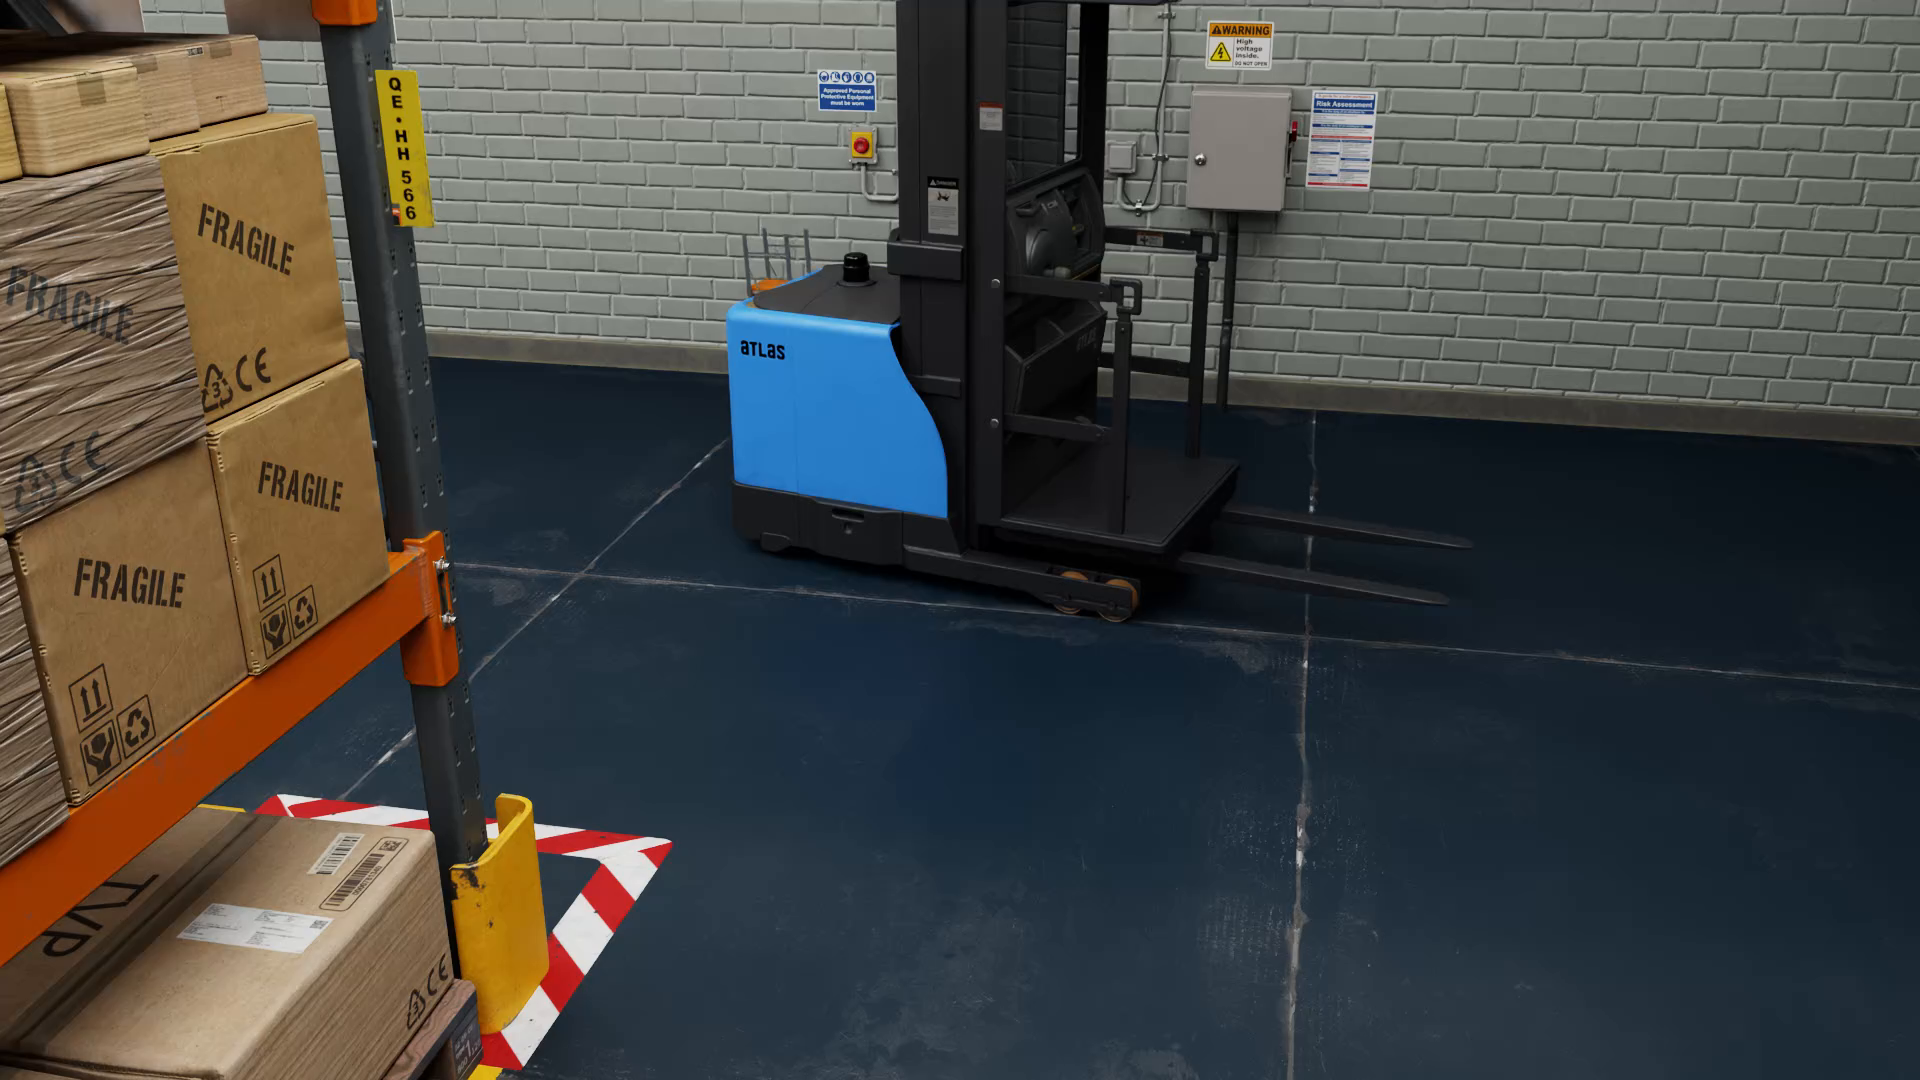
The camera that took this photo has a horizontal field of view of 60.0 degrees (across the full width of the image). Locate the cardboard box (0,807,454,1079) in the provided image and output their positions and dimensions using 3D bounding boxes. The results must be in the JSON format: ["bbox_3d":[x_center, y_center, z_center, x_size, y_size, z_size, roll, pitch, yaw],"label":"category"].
[{"bbox_3d":[-1.744,1.016,3.682,0.875,0.438,0.875,4,22,9],"label":"cardboard box"}]

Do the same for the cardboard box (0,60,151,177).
[{"bbox_3d":[-1.583,-0.695,2.724,0.380,0.149,0.250,4,22,10],"label":"cardboard box"}]

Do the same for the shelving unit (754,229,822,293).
[{"bbox_3d":[-0.790,-0.841,7.835,0.258,1.200,0.189,10,24,23],"label":"shelving unit"}]

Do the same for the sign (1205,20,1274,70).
[{"bbox_3d":[1.435,-2.540,8.539,0.339,0.242,0.001,4,22,11],"label":"sign"}]

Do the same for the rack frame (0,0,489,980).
[{"bbox_3d":[-1.707,-0.226,3.900,1.000,3.000,0.127,4,22,11],"label":"rack frame"}]

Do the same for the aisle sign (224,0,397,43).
[{"bbox_3d":[-1.389,-1.435,3.421,0.394,0.787,0.004,4,22,11],"label":"aisle sign"}]

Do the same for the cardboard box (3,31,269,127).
[{"bbox_3d":[-1.584,-0.891,3.210,0.380,0.149,0.250,5,22,12],"label":"cardboard box"}]

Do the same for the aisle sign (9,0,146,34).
[{"bbox_3d":[-1.976,-1.481,3.535,0.394,0.787,0.004,4,22,11],"label":"aisle sign"}]

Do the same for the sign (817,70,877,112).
[{"bbox_3d":[-0.614,-2.442,9.039,0.327,0.218,0.001,4,22,11],"label":"sign"}]

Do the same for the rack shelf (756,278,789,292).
[{"bbox_3d":[-0.790,-1.133,7.717,0.258,0.103,0.180,10,24,23],"label":"rack shelf"}]

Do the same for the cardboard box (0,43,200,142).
[{"bbox_3d":[-1.613,-0.796,2.975,0.380,0.149,0.250,5,22,12],"label":"cardboard box"}]

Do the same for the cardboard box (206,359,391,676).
[{"bbox_3d":[-1.547,-0.076,3.393,0.500,0.500,0.500,5,22,11],"label":"cardboard box"}]

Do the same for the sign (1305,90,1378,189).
[{"bbox_3d":[1.973,-2.071,8.607,0.329,0.494,0.001,4,22,11],"label":"sign"}]

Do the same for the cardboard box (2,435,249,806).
[{"bbox_3d":[-1.664,0.106,2.940,0.500,0.500,0.500,4,22,10],"label":"cardboard box"}]

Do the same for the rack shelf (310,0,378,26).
[{"bbox_3d":[-2.115,-0.553,1.658,1.077,0.370,4.000,4,22,11],"label":"rack shelf"}]

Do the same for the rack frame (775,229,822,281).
[{"bbox_3d":[-0.752,-0.872,7.912,0.240,1.200,0.006,10,24,23],"label":"rack frame"}]

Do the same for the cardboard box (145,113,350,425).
[{"bbox_3d":[-1.573,-0.542,3.212,0.500,0.500,0.500,5,23,13],"label":"cardboard box"}]

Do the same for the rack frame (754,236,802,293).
[{"bbox_3d":[-0.828,-0.810,7.758,0.240,1.200,0.006,10,24,23],"label":"rack frame"}]

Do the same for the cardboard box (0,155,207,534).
[{"bbox_3d":[-1.650,-0.349,2.732,0.500,0.500,0.500,5,22,11],"label":"cardboard box"}]

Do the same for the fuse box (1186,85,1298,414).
[{"bbox_3d":[1.447,-1.479,8.736,0.539,1.711,0.414,4,22,11],"label":"fuse box"}]

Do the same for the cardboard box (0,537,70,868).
[{"bbox_3d":[-1.759,0.295,2.472,0.500,0.500,0.500,5,22,12],"label":"cardboard box"}]

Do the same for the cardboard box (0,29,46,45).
[{"bbox_3d":[-2.051,-0.929,3.304,0.380,0.149,0.250,5,22,12],"label":"cardboard box"}]

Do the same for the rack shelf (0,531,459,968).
[{"bbox_3d":[-2.115,0.839,2.218,1.077,0.370,4.000,4,22,11],"label":"rack shelf"}]

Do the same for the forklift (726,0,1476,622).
[{"bbox_3d":[0.571,-1.262,6.563,3.031,2.935,1.130,10,24,23],"label":"forklift"}]

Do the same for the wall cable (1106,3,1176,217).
[{"bbox_3d":[0.811,-2.658,8.577,0.588,1.984,0.122,4,22,11],"label":"wall cable"}]

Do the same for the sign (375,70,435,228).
[{"bbox_3d":[-1.179,-0.827,3.524,0.100,0.325,0.005,4,22,11],"label":"sign"}]

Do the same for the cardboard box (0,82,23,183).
[{"bbox_3d":[-1.675,-0.606,2.503,0.380,0.149,0.250,5,22,12],"label":"cardboard box"}]

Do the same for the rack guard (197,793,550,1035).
[{"bbox_3d":[-1.702,0.924,4.389,1.175,0.500,0.348,4,22,11],"label":"rack guard"}]

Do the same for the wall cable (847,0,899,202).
[{"bbox_3d":[-0.580,-2.776,8.829,0.585,1.953,0.123,4,22,11],"label":"wall cable"}]

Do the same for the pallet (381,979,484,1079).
[{"bbox_3d":[-1.794,1.366,3.680,1.003,0.211,1.213,4,22,11],"label":"pallet"}]

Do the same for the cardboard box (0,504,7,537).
[{"bbox_3d":[-1.755,-0.168,2.283,0.500,0.500,0.500,4,22,11],"label":"cardboard box"}]
